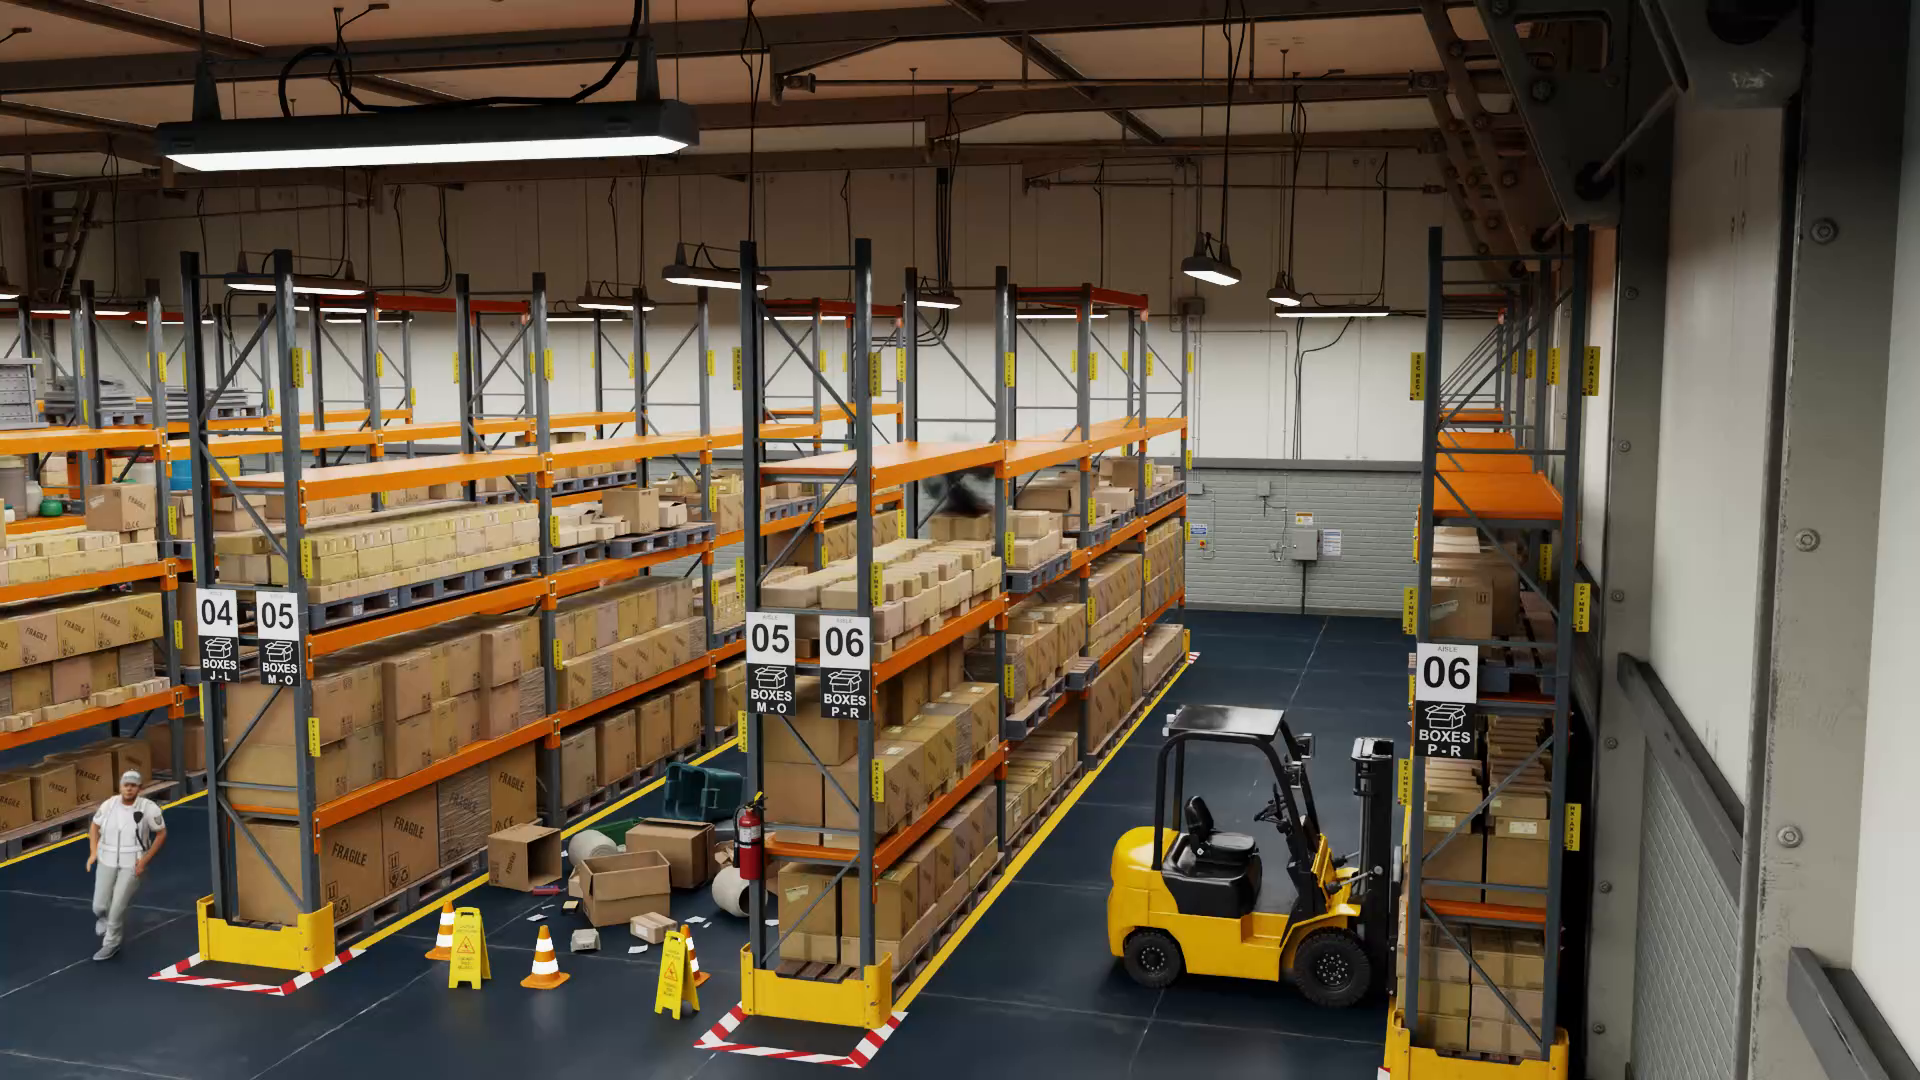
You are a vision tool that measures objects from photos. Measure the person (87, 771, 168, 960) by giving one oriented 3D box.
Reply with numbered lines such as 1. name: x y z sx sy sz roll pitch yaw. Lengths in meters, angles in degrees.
1. person: -7.188 2.779 14.338 0.648 1.593 0.529 -1 7 -11

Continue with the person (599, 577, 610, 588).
1. person: -5.497 1.397 25.900 0.635 1.754 0.899 1 7 13
